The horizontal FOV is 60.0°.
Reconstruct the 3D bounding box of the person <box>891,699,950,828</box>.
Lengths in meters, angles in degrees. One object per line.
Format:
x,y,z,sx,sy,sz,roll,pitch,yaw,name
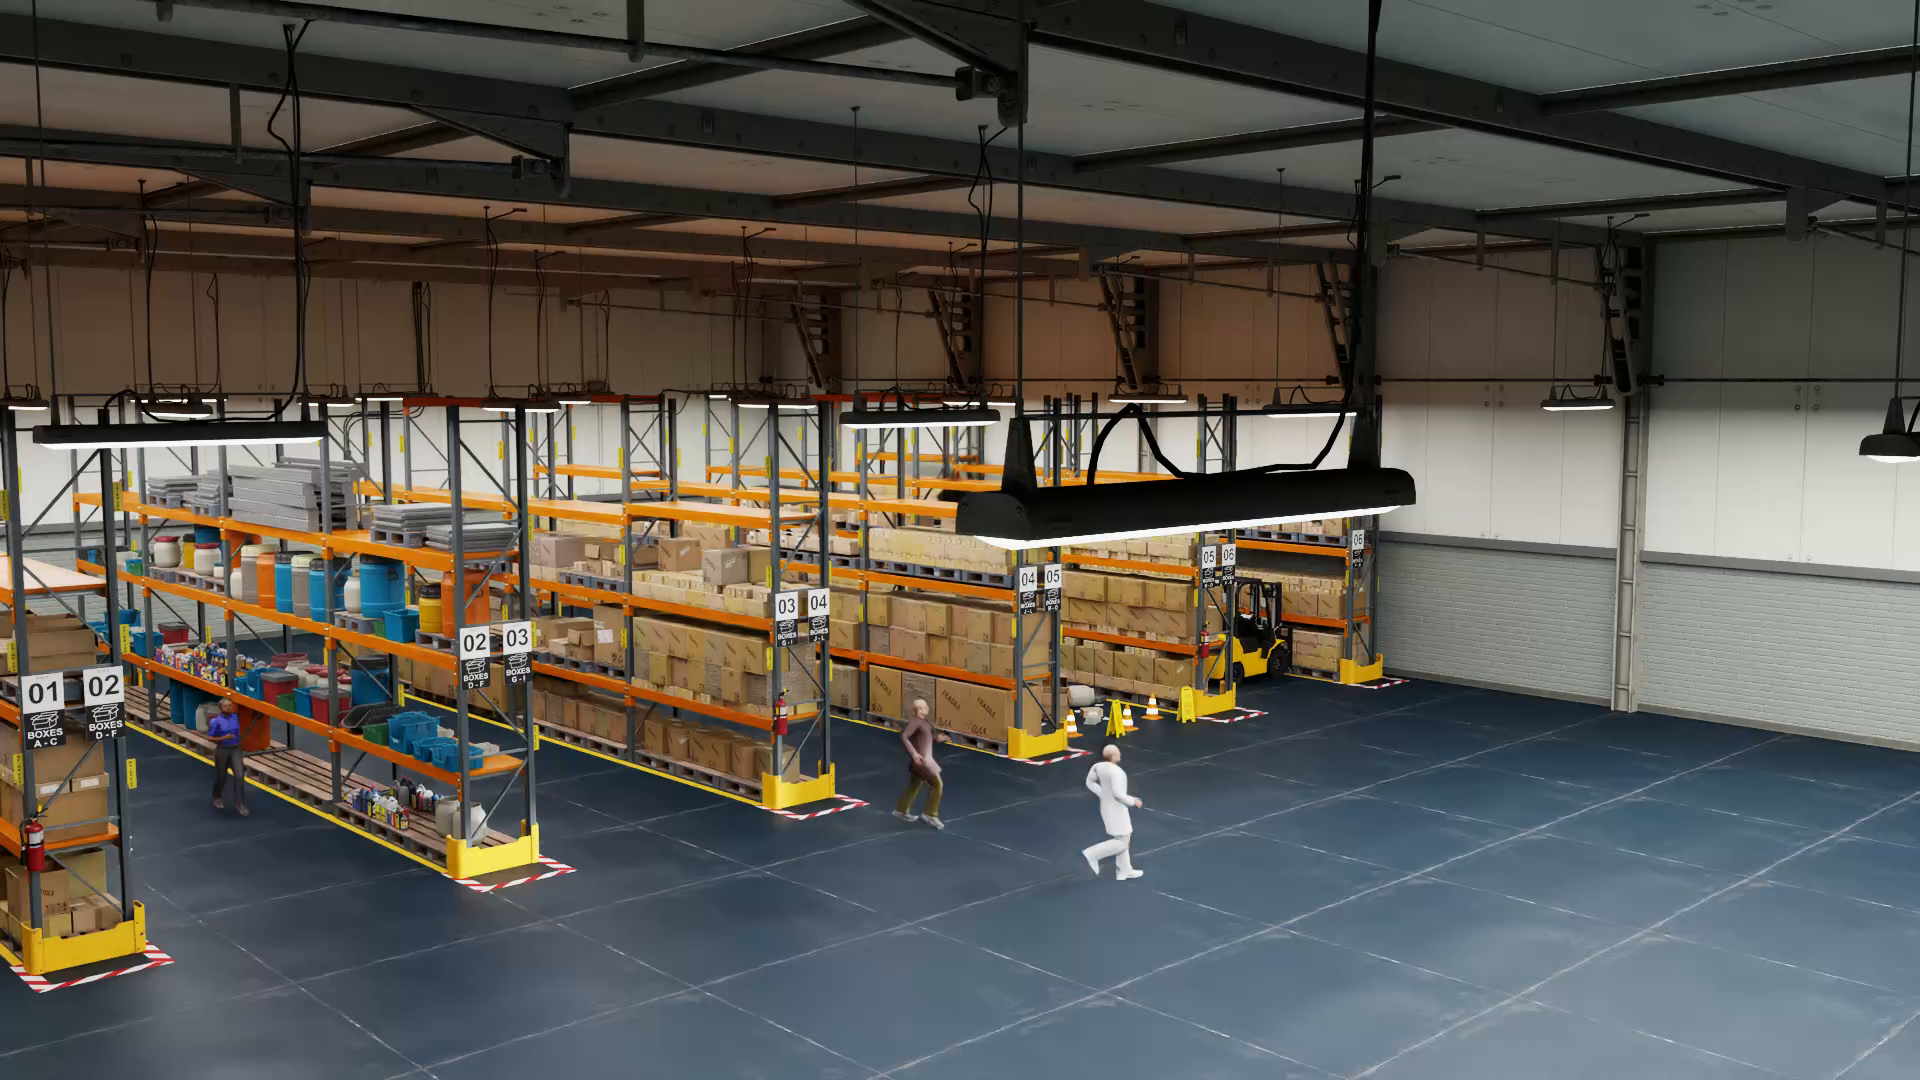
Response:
-0.561,3.176,23.569,0.831,1.823,0.667,0,6,-2,person

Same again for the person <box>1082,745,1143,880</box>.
1.904,3.439,20.951,0.888,1.750,0.710,-2,6,-23,person

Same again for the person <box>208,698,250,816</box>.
-10.678,3.140,24.249,0.850,1.679,0.570,5,8,43,person
